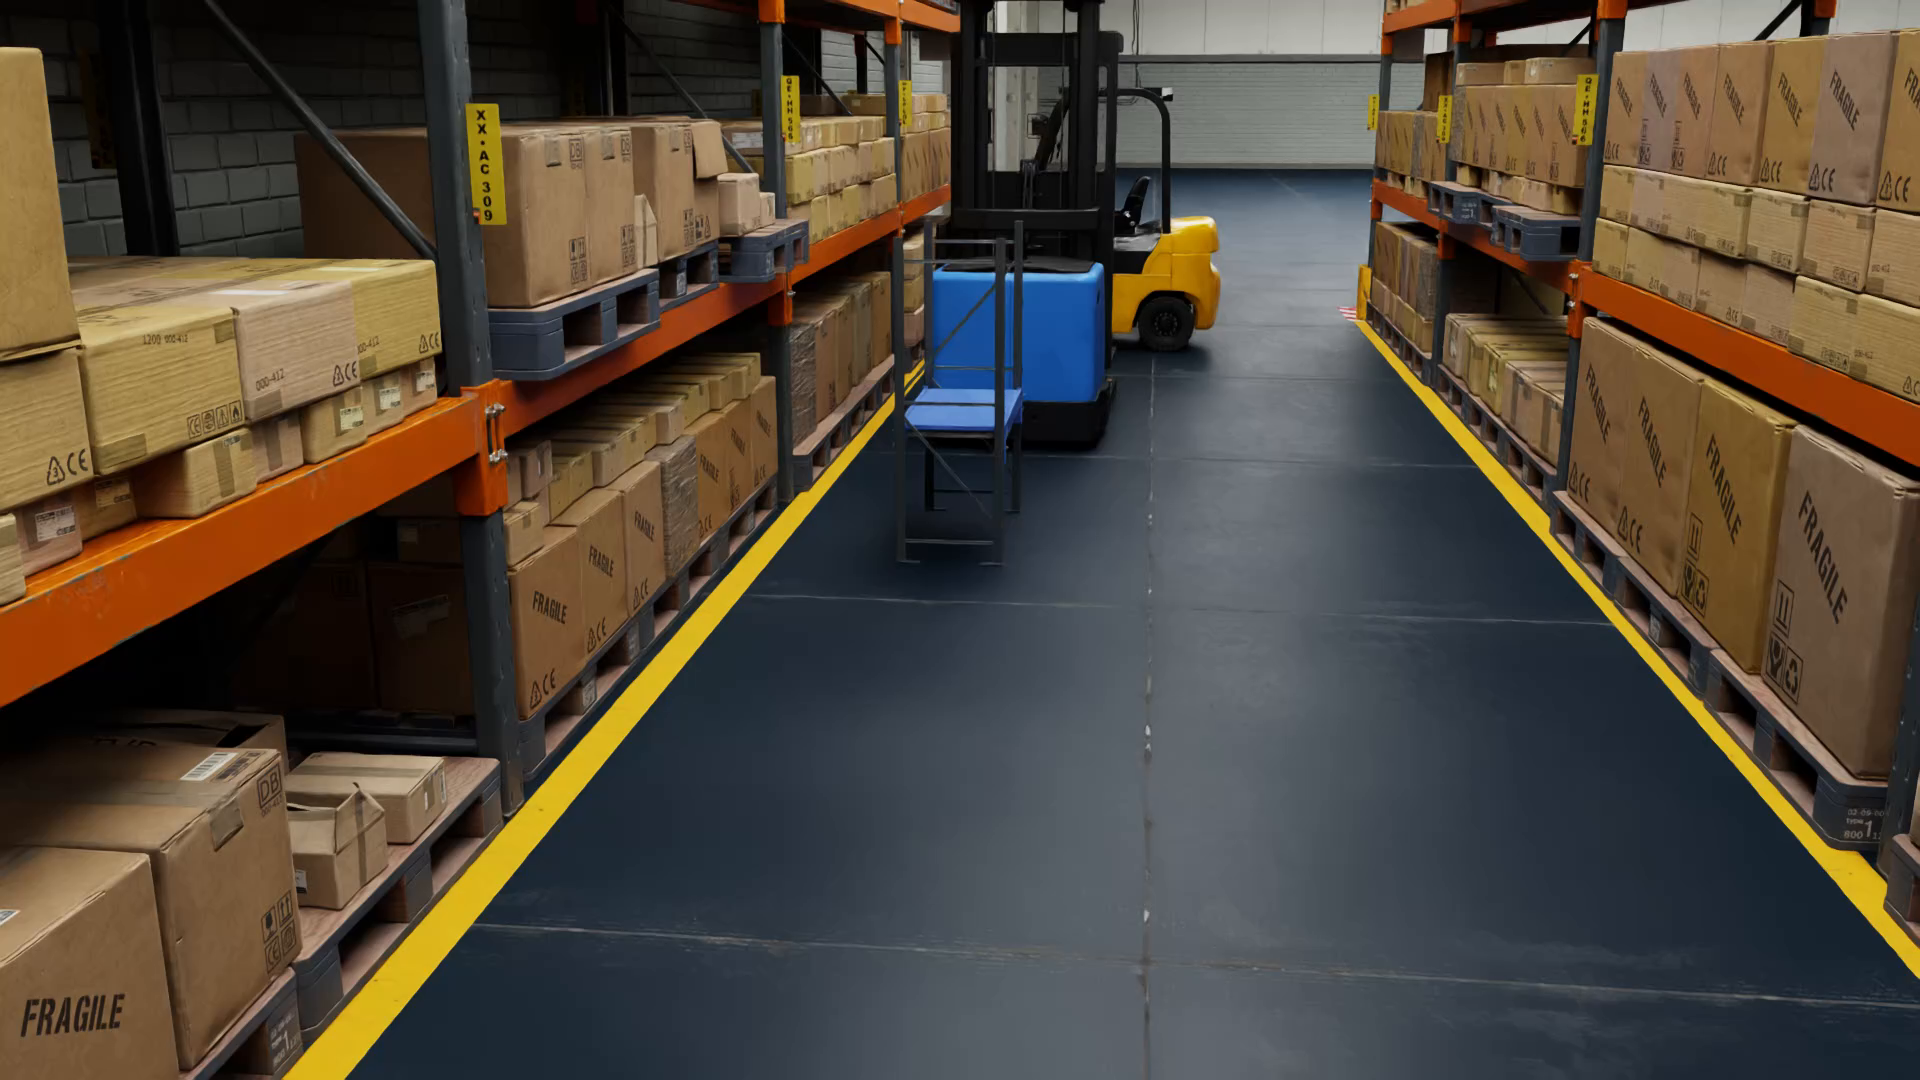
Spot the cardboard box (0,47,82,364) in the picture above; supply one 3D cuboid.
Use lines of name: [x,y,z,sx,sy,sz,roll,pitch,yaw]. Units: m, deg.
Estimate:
cardboard box: [-1.813,-0.525,2.638,0.500,0.500,0.500,2,15,8]

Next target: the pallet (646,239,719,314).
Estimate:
pallet: [-1.613,-1.071,6.743,1.003,0.211,1.213,2,15,6]

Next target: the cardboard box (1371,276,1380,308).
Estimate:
cardboard box: [4.072,-2.272,15.281,0.500,0.250,0.500,2,15,6]

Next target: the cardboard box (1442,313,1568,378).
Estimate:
cardboard box: [3.929,-1.358,11.668,0.950,0.372,0.625,2,15,7]

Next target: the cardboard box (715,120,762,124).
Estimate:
cardboard box: [-1.408,-2.518,10.295,0.380,0.149,0.250,2,15,8]

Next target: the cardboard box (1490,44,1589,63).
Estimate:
cardboard box: [4.251,-3.342,12.100,0.700,0.500,0.500,2,15,6]

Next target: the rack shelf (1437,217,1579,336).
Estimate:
rack shelf: [3.760,-1.694,10.059,1.077,0.370,4.000,2,15,6]

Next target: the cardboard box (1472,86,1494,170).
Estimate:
cardboard box: [3.523,-2.584,10.405,0.500,0.500,0.500,2,15,6]

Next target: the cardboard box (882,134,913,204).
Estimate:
cardboard box: [-0.637,-2.861,12.805,0.500,0.500,0.500,1,15,5]

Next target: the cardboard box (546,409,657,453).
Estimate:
cardboard box: [-1.458,-0.436,6.771,0.380,0.149,0.250,2,15,6]

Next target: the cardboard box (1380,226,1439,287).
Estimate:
cardboard box: [4.015,-2.492,14.658,0.500,0.500,0.500,1,15,4]

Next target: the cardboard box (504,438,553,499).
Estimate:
cardboard box: [-1.563,-0.237,5.465,0.380,0.149,0.250,1,15,4]

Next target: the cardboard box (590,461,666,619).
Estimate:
cardboard box: [-1.460,-0.013,6.448,0.500,0.500,0.500,1,15,5]

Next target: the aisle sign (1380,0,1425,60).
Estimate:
aisle sign: [4.136,-4.878,15.474,0.394,0.787,0.004,2,15,6]

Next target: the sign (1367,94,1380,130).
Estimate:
sign: [3.898,-4.031,15.666,0.100,0.325,0.005,2,15,6]

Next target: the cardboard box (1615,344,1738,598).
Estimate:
cardboard box: [3.269,-0.292,6.761,0.875,0.875,0.875,2,15,7]

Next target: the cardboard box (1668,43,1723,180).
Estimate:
cardboard box: [3.116,-1.670,6.485,0.500,0.500,0.500,2,15,8]

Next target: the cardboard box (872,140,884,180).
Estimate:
cardboard box: [-0.799,-2.606,11.382,0.500,0.250,0.500,1,15,5]

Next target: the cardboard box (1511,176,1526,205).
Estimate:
cardboard box: [3.334,-1.971,9.383,0.380,0.149,0.250,2,15,7]

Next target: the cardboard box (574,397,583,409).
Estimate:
cardboard box: [-1.876,-0.579,7.299,0.380,0.149,0.250,1,15,5]

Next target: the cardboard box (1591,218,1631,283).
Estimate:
cardboard box: [3.229,-1.331,7.624,0.500,0.250,0.500,1,15,5]

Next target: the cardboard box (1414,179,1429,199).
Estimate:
cardboard box: [3.831,-2.795,13.233,0.380,0.149,0.250,1,15,5]

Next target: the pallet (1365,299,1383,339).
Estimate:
pallet: [4.302,-2.022,15.236,1.003,0.211,1.213,2,15,6]

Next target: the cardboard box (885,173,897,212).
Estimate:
cardboard box: [-0.743,-2.495,11.928,0.500,0.250,0.500,2,15,8]

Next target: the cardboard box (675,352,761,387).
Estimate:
cardboard box: [-1.202,-0.842,8.269,0.380,0.149,0.250,1,15,4]

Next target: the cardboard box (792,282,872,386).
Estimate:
cardboard box: [-1.089,-1.425,11.431,0.875,0.625,0.625,2,15,6]

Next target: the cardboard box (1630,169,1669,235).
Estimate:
cardboard box: [3.173,-1.433,7.046,0.500,0.250,0.500,2,15,8]

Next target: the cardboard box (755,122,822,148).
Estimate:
cardboard box: [-1.021,-2.374,9.762,0.380,0.149,0.250,2,15,7]

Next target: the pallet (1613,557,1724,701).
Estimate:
pallet: [3.231,0.341,6.496,1.003,0.211,1.213,2,15,6]

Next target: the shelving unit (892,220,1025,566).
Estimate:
shelving unit: [0.010,-0.746,8.048,0.538,1.500,1.048,2,15,6]

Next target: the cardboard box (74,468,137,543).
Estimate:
cardboard box: [-1.845,-0.085,3.211,0.380,0.149,0.250,2,15,7]

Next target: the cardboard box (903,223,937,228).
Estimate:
cardboard box: [-0.336,-2.709,14.980,0.500,0.250,0.500,2,15,7]

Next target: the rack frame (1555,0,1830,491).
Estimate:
rack frame: [3.535,-1.523,8.047,1.000,3.000,0.127,2,15,6]

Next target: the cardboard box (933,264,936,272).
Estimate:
cardboard box: [-0.462,-2.199,14.054,0.500,0.250,0.500,2,15,6]

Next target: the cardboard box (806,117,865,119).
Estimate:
cardboard box: [-0.855,-2.842,11.493,0.380,0.149,0.250,2,15,6]

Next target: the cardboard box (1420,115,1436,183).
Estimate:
cardboard box: [3.840,-3.008,12.779,0.500,0.500,0.500,2,15,8]

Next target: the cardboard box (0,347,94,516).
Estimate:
cardboard box: [-1.834,-0.170,2.760,0.500,0.250,0.500,1,15,5]

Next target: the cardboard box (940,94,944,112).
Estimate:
cardboard box: [-0.347,-3.882,14.768,0.380,0.149,0.250,2,15,8]

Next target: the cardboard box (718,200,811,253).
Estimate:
cardboard box: [-1.105,-1.703,9.003,0.500,0.250,0.500,2,15,6]

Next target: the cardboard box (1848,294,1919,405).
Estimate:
cardboard box: [2.883,-0.537,4.687,0.500,0.250,0.500,1,15,5]

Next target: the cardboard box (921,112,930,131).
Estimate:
cardboard box: [-0.455,-3.542,14.081,0.380,0.149,0.250,1,15,5]

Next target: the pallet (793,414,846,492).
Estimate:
pallet: [-1.266,-0.534,9.733,1.003,0.211,1.213,2,15,6]

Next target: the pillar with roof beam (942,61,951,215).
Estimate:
pillar with roof beam: [4.162,-9.470,25.946,9.100,9.000,0.400,2,15,6]

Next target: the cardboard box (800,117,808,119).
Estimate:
cardboard box: [-1.282,-2.914,11.758,0.380,0.149,0.250,1,15,4]

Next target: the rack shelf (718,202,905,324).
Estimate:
rack shelf: [-1.172,-1.839,10.596,1.077,0.370,4.000,2,15,6]

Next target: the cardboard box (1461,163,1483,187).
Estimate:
cardboard box: [3.573,-2.443,11.127,0.380,0.149,0.250,2,15,7]

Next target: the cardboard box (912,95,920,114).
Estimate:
cardboard box: [-0.525,-3.485,13.300,0.380,0.149,0.250,2,15,8]

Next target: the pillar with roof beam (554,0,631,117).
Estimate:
pillar with roof beam: [2.131,-4.802,8.681,9.100,9.000,0.400,2,15,6]

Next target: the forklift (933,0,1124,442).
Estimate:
forklift: [0.517,-2.353,11.248,1.130,2.935,3.031,2,15,8]

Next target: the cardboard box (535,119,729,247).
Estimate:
cardboard box: [-1.398,-1.492,6.930,0.797,0.503,0.637,1,15,5]

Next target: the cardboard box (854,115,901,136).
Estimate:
cardboard box: [-0.649,-3.142,12.600,0.380,0.149,0.250,1,15,5]

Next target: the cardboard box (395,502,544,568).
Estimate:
cardboard box: [-1.544,-0.025,5.249,0.380,0.149,0.250,2,15,9]

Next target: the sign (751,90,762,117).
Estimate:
sign: [-1.498,-3.177,12.356,0.100,0.325,0.005,2,15,6]
